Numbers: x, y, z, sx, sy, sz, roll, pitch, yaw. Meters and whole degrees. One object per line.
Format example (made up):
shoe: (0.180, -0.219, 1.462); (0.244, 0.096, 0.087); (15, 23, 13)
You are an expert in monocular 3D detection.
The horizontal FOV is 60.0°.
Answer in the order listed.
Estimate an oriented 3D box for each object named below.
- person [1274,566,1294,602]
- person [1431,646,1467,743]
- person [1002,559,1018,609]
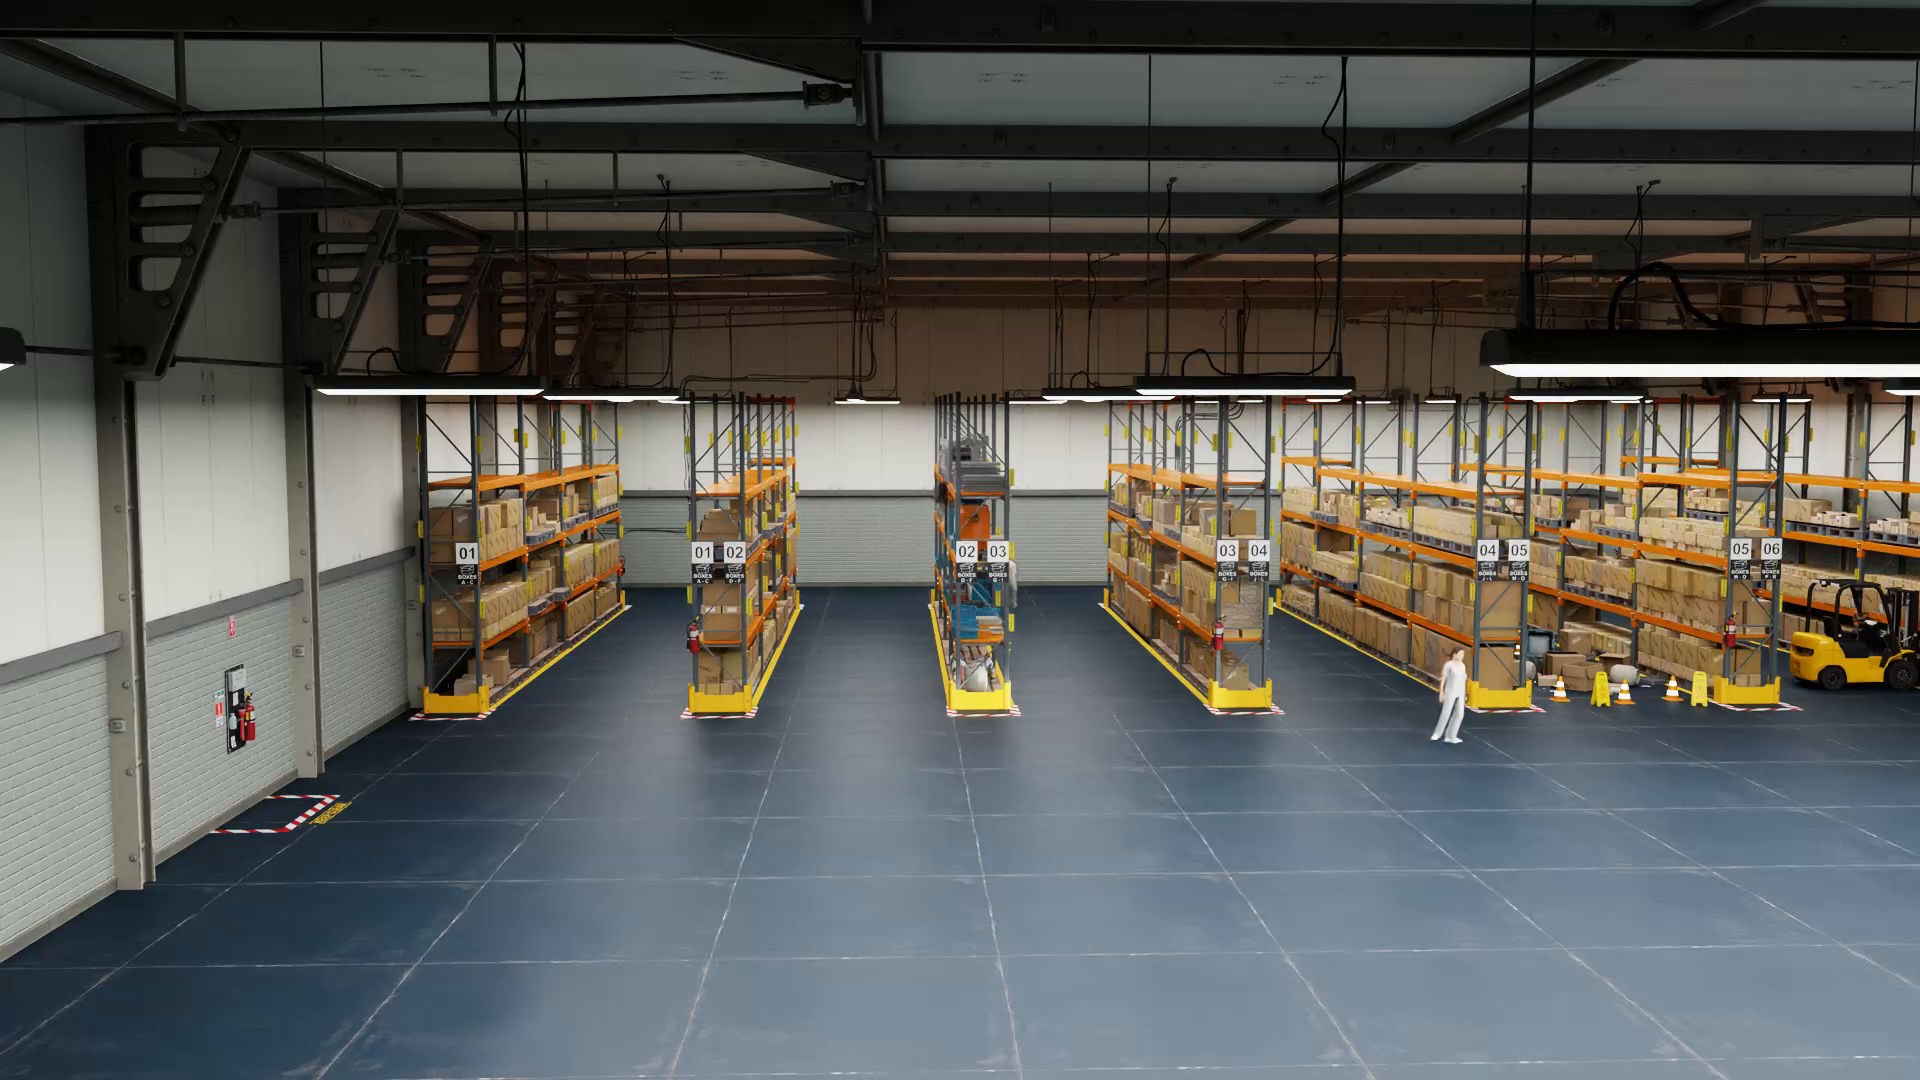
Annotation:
person: (9.673, 0.984, 48.759); (0.913, 1.724, 0.710); (0, 5, -3)
person: (8.338, 2.626, 28.343); (0.580, 1.655, 0.455); (-2, 5, -26)
person: (1.362, 1.116, 47.343); (0.589, 1.722, 0.744); (-2, 5, -24)
